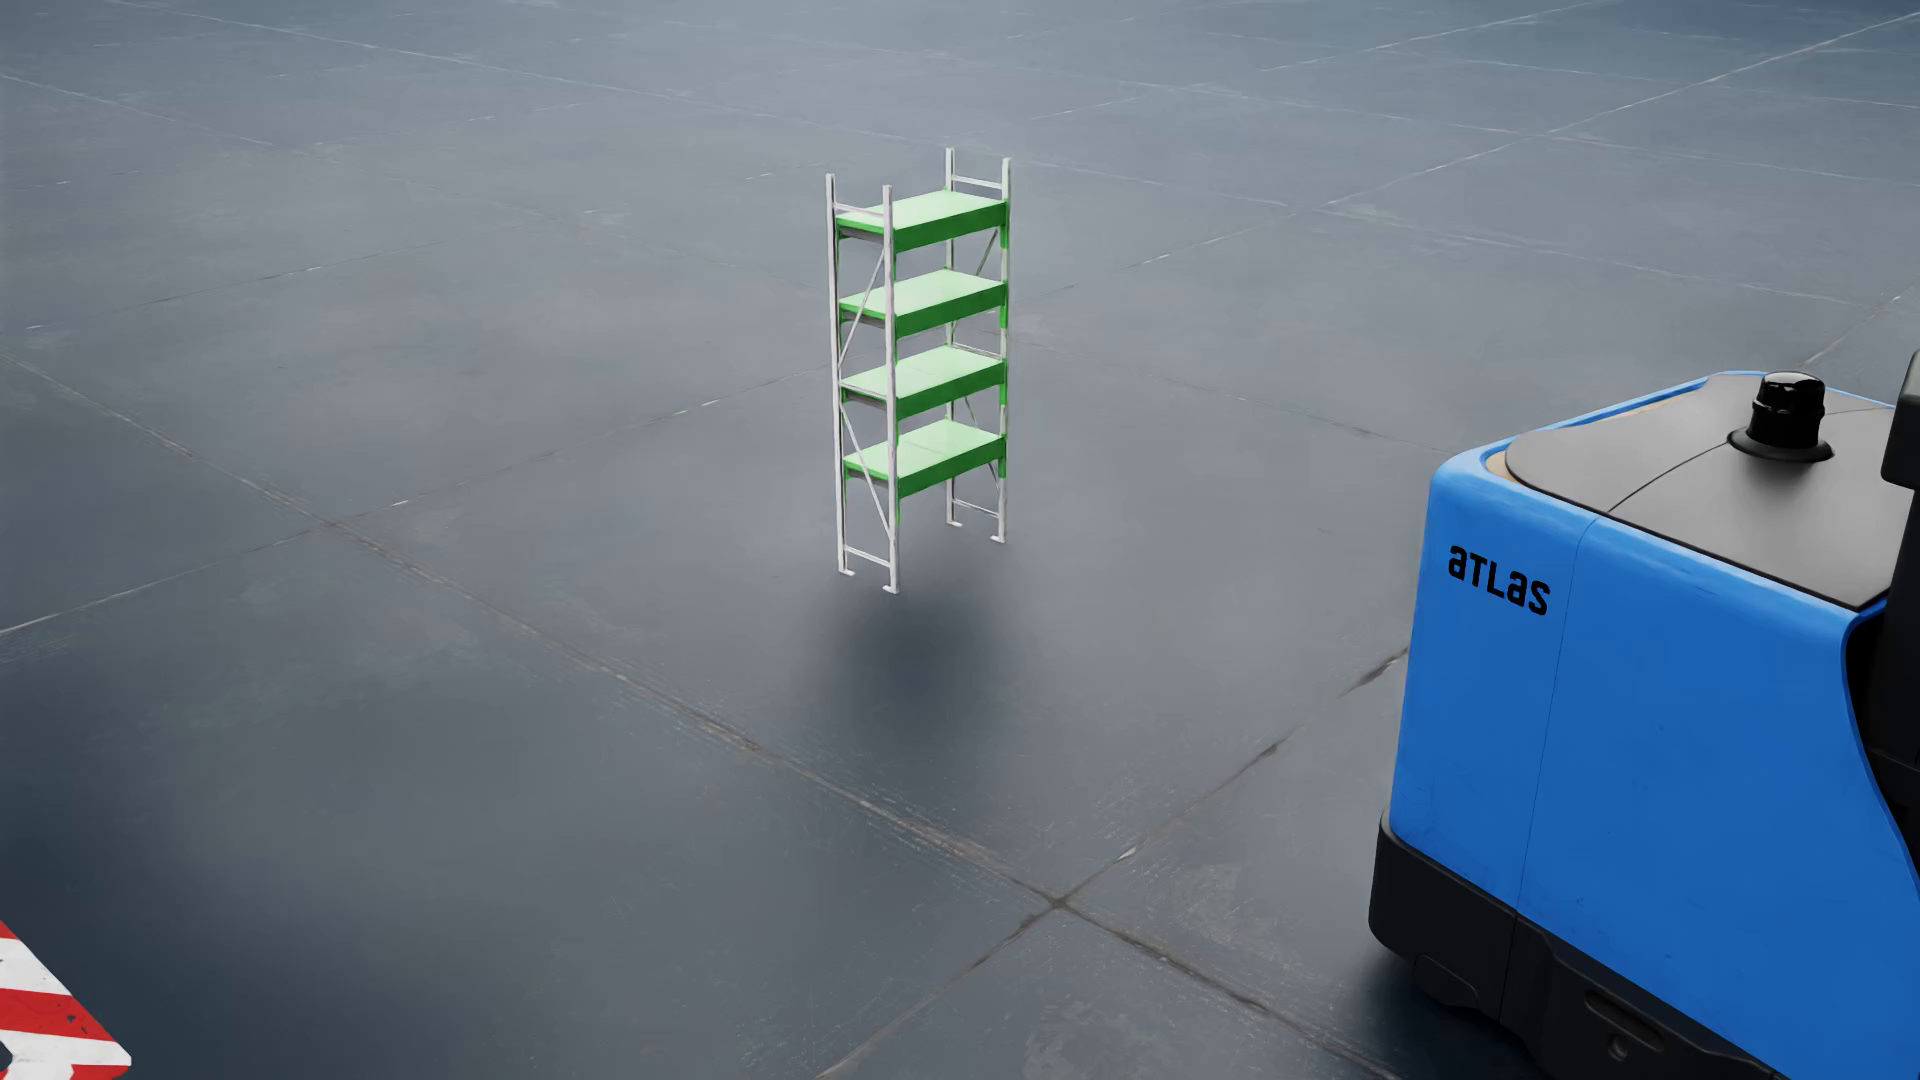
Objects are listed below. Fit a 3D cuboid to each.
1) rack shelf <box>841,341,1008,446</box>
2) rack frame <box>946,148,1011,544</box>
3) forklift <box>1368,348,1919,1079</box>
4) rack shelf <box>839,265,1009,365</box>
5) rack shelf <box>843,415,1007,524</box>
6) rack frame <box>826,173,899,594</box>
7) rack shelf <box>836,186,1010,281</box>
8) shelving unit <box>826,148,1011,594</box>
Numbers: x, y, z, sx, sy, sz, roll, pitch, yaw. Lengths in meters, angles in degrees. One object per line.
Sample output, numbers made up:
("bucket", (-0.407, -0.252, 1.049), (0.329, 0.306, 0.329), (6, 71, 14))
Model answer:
("rack shelf", (-0.110, -0.439, 4.918), (0.258, 0.148, 0.480), (20, 31, 38))
("rack frame", (0.052, -0.571, 5.058), (0.240, 1.200, 0.015), (20, 31, 38))
("forklift", (2.076, -0.119, 1.933), (1.130, 2.935, 3.031), (-16, 29, -31))
("rack shelf", (-0.110, -0.658, 4.820), (0.258, 0.148, 0.480), (20, 31, 38))
("rack shelf", (-0.110, -0.220, 5.016), (0.258, 0.148, 0.480), (20, 31, 38))
("rack frame", (-0.273, -0.423, 4.726), (0.240, 1.200, 0.015), (20, 31, 38))
("rack shelf", (-0.110, -0.877, 4.722), (0.258, 0.148, 0.480), (20, 31, 38))
("shelving unit", (-0.110, -0.497, 4.892), (0.258, 1.200, 0.503), (20, 31, 38))
